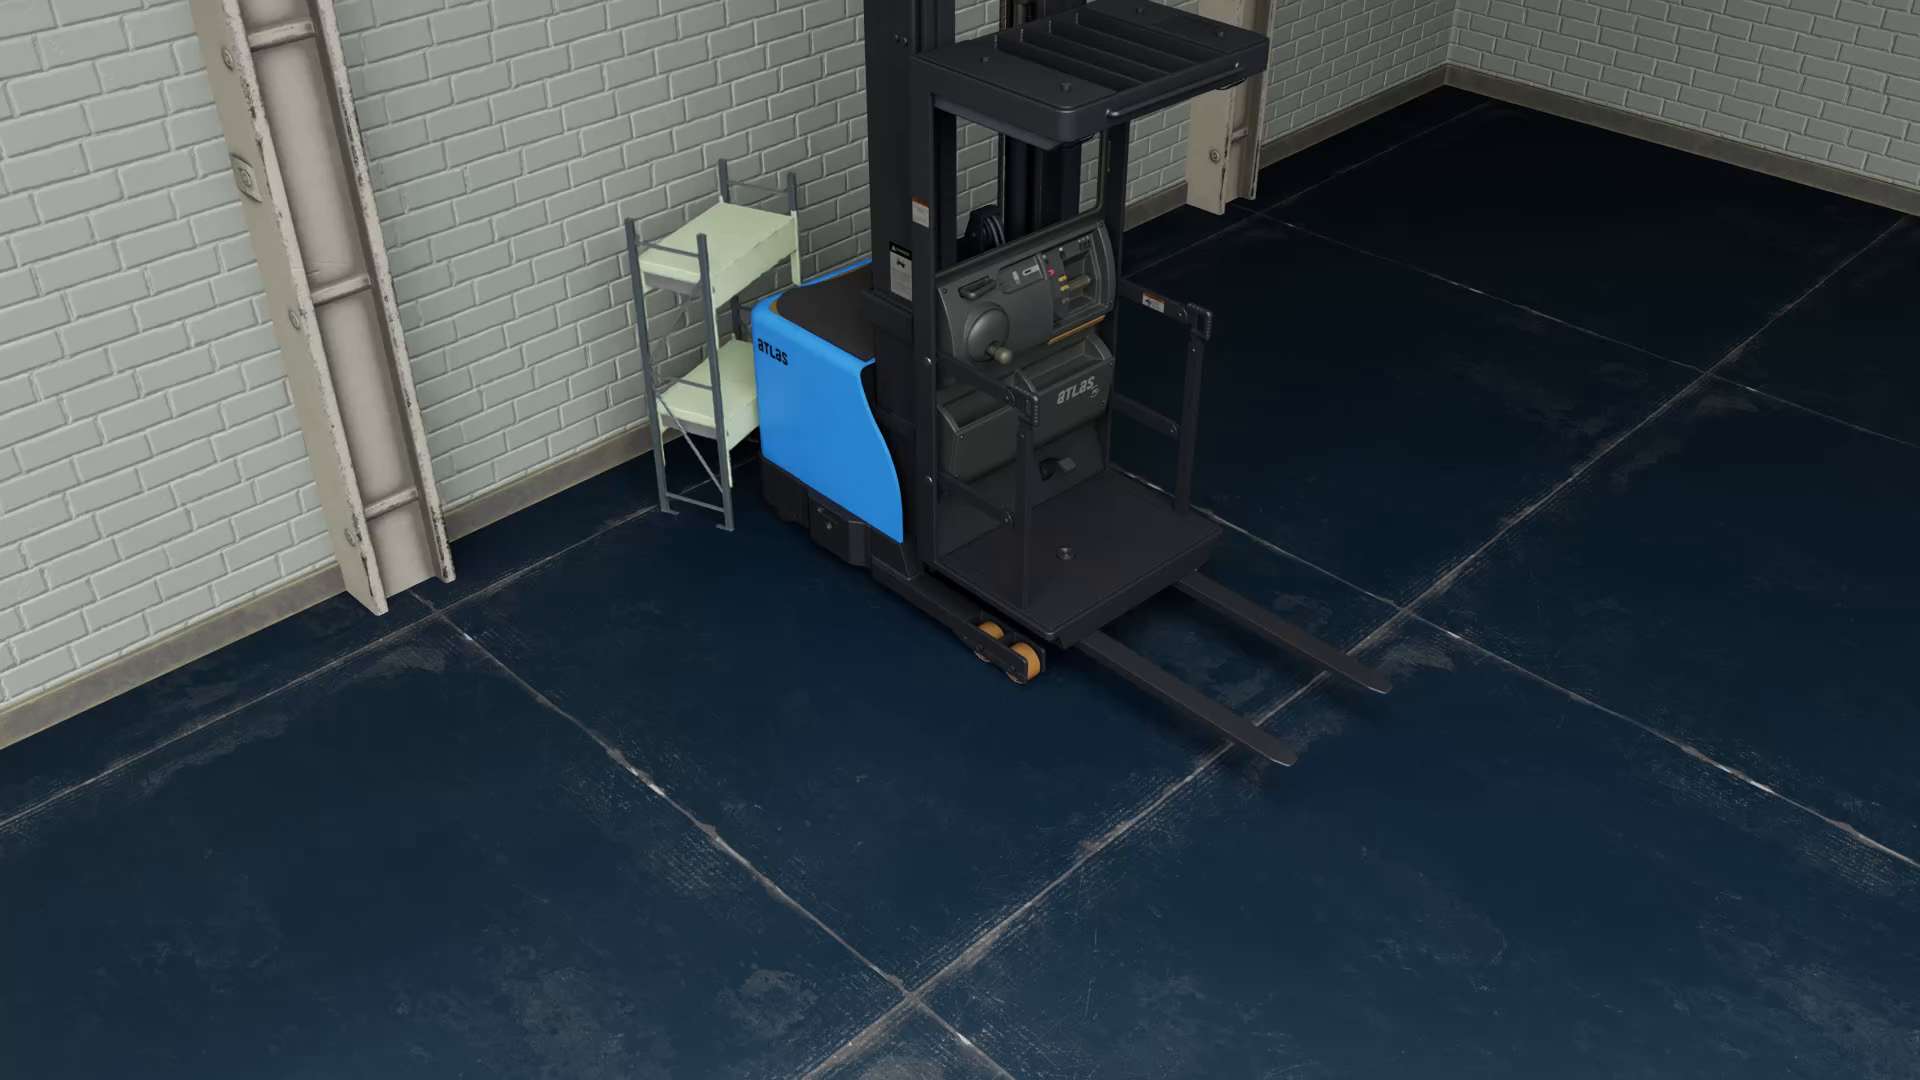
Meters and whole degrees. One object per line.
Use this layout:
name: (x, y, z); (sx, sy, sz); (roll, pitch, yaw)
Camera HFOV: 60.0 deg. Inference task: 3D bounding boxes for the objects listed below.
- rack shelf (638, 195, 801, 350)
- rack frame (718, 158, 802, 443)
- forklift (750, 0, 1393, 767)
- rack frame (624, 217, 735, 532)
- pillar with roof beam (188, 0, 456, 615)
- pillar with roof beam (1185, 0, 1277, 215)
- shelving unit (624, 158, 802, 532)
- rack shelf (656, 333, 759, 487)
rack shelf: (-1.086, -1.217, 7.500); (0.431, 0.370, 0.720); (15, 38, 21)
rack frame: (-0.925, -1.085, 7.993); (0.400, 1.500, 0.023); (15, 38, 21)
forklift: (0.426, -0.942, 6.539); (1.130, 2.935, 3.031); (-28, 44, -34)
rack frame: (-1.246, -0.708, 7.453); (0.400, 1.500, 0.023); (15, 38, 21)
pillar with roof beam: (0.538, -1.765, 2.415); (9.100, 9.000, 0.400); (30, 45, 35)
pillar with roof beam: (4.765, -4.201, 5.907); (9.100, 9.000, 0.400); (30, 45, 35)
shelving unit: (-1.085, -0.896, 7.723); (0.431, 1.500, 0.755); (15, 38, 21)
rack shelf: (-1.085, -0.629, 7.909); (0.431, 0.370, 0.720); (15, 38, 21)
